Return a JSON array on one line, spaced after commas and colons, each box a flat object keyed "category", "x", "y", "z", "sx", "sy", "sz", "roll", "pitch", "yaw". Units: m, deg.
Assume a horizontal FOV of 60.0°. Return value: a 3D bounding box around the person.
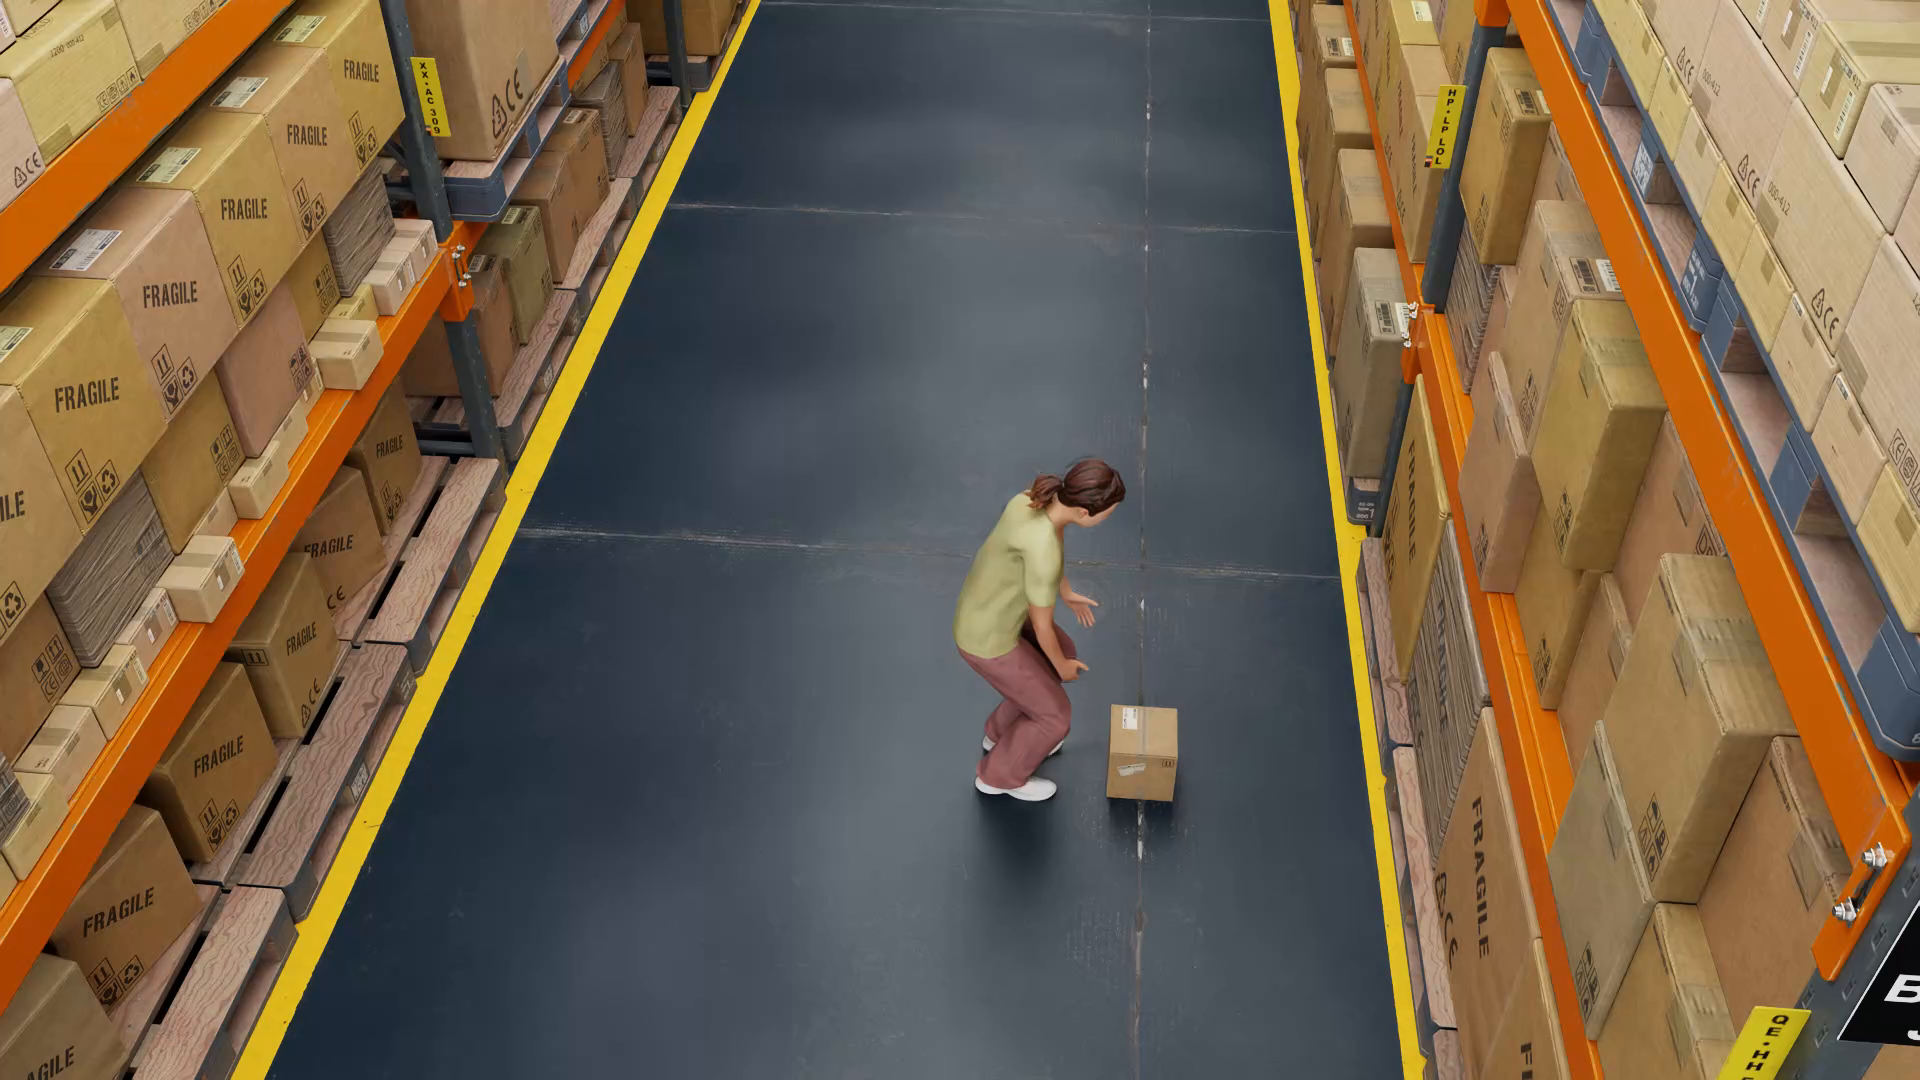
[{"category": "person", "x": 0.266, "y": 0.301, "z": 5.968, "sx": 0.575, "sy": 1.469, "sz": 0.504, "roll": 4, "pitch": 40, "yaw": 4}]
